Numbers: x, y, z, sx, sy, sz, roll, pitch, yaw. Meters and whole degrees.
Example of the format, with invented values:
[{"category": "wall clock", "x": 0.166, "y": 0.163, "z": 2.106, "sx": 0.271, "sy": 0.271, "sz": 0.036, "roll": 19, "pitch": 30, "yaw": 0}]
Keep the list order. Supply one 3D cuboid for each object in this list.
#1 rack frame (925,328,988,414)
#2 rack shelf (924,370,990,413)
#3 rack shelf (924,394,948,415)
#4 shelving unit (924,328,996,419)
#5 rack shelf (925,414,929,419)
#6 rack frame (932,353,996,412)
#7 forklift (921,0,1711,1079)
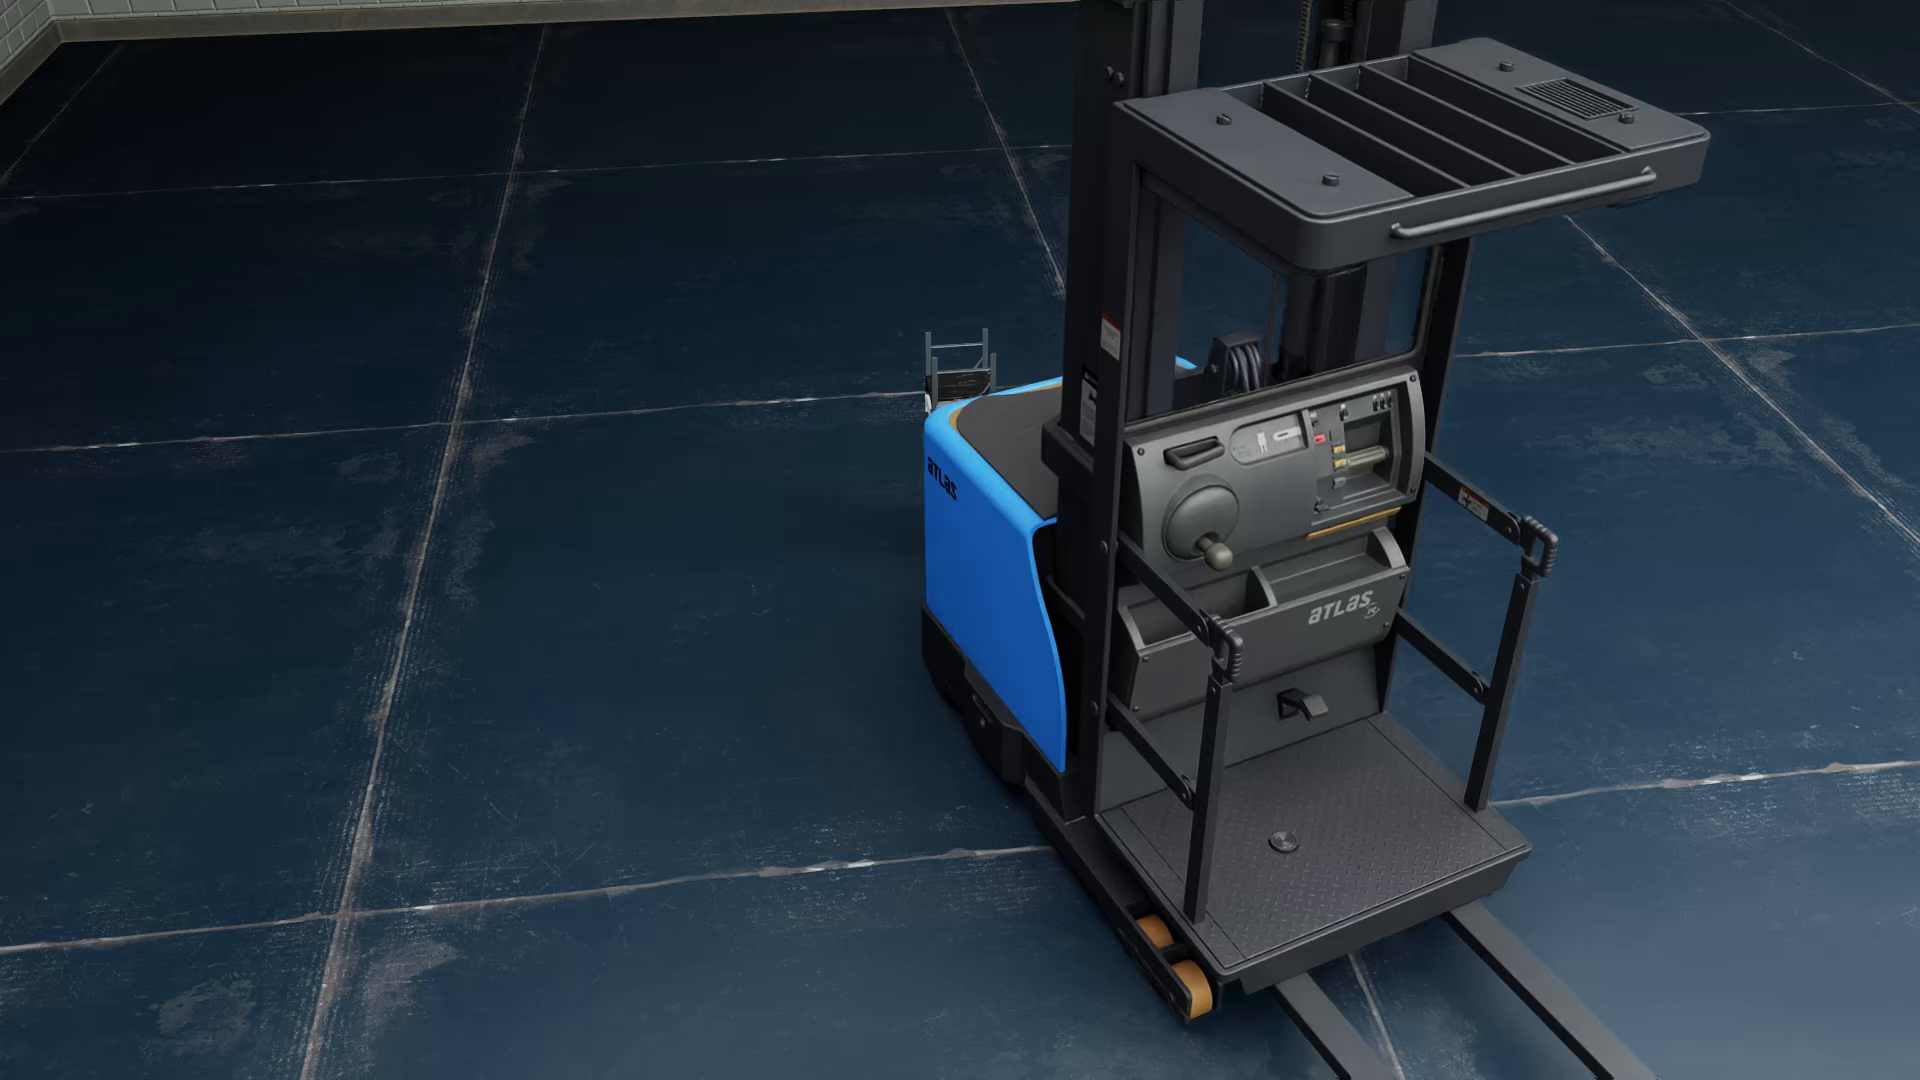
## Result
[{"category": "rack frame", "x": -0.013, "y": -0.424, "z": 6.573, "sx": 0.240, "sy": 0.900, "sz": 0.006, "roll": -4, "pitch": 35, "yaw": -6}, {"category": "rack shelf", "x": 0.001, "y": -0.563, "z": 6.357, "sx": 0.258, "sy": 0.077, "sz": 0.200, "roll": -4, "pitch": 35, "yaw": -6}, {"category": "rack shelf", "x": 0.001, "y": -0.489, "z": 6.407, "sx": 0.258, "sy": 0.077, "sz": 0.200, "roll": -4, "pitch": 35, "yaw": -6}, {"category": "shelving unit", "x": 0.001, "y": -0.367, "z": 6.490, "sx": 0.258, "sy": 0.900, "sz": 0.210, "roll": -4, "pitch": 35, "yaw": -6}, {"category": "rack shelf", "x": 0.001, "y": -0.414, "z": 6.458, "sx": 0.258, "sy": 0.077, "sz": 0.200, "roll": -4, "pitch": 35, "yaw": -6}, {"category": "rack frame", "x": 0.015, "y": -0.311, "z": 6.407, "sx": 0.240, "sy": 0.900, "sz": 0.006, "roll": -4, "pitch": 35, "yaw": -6}, {"category": "forklift", "x": 0.969, "y": -0.132, "z": 4.341, "sx": 1.130, "sy": 2.935, "sz": 3.031, "roll": -16, "pitch": 37, "yaw": -22}]
